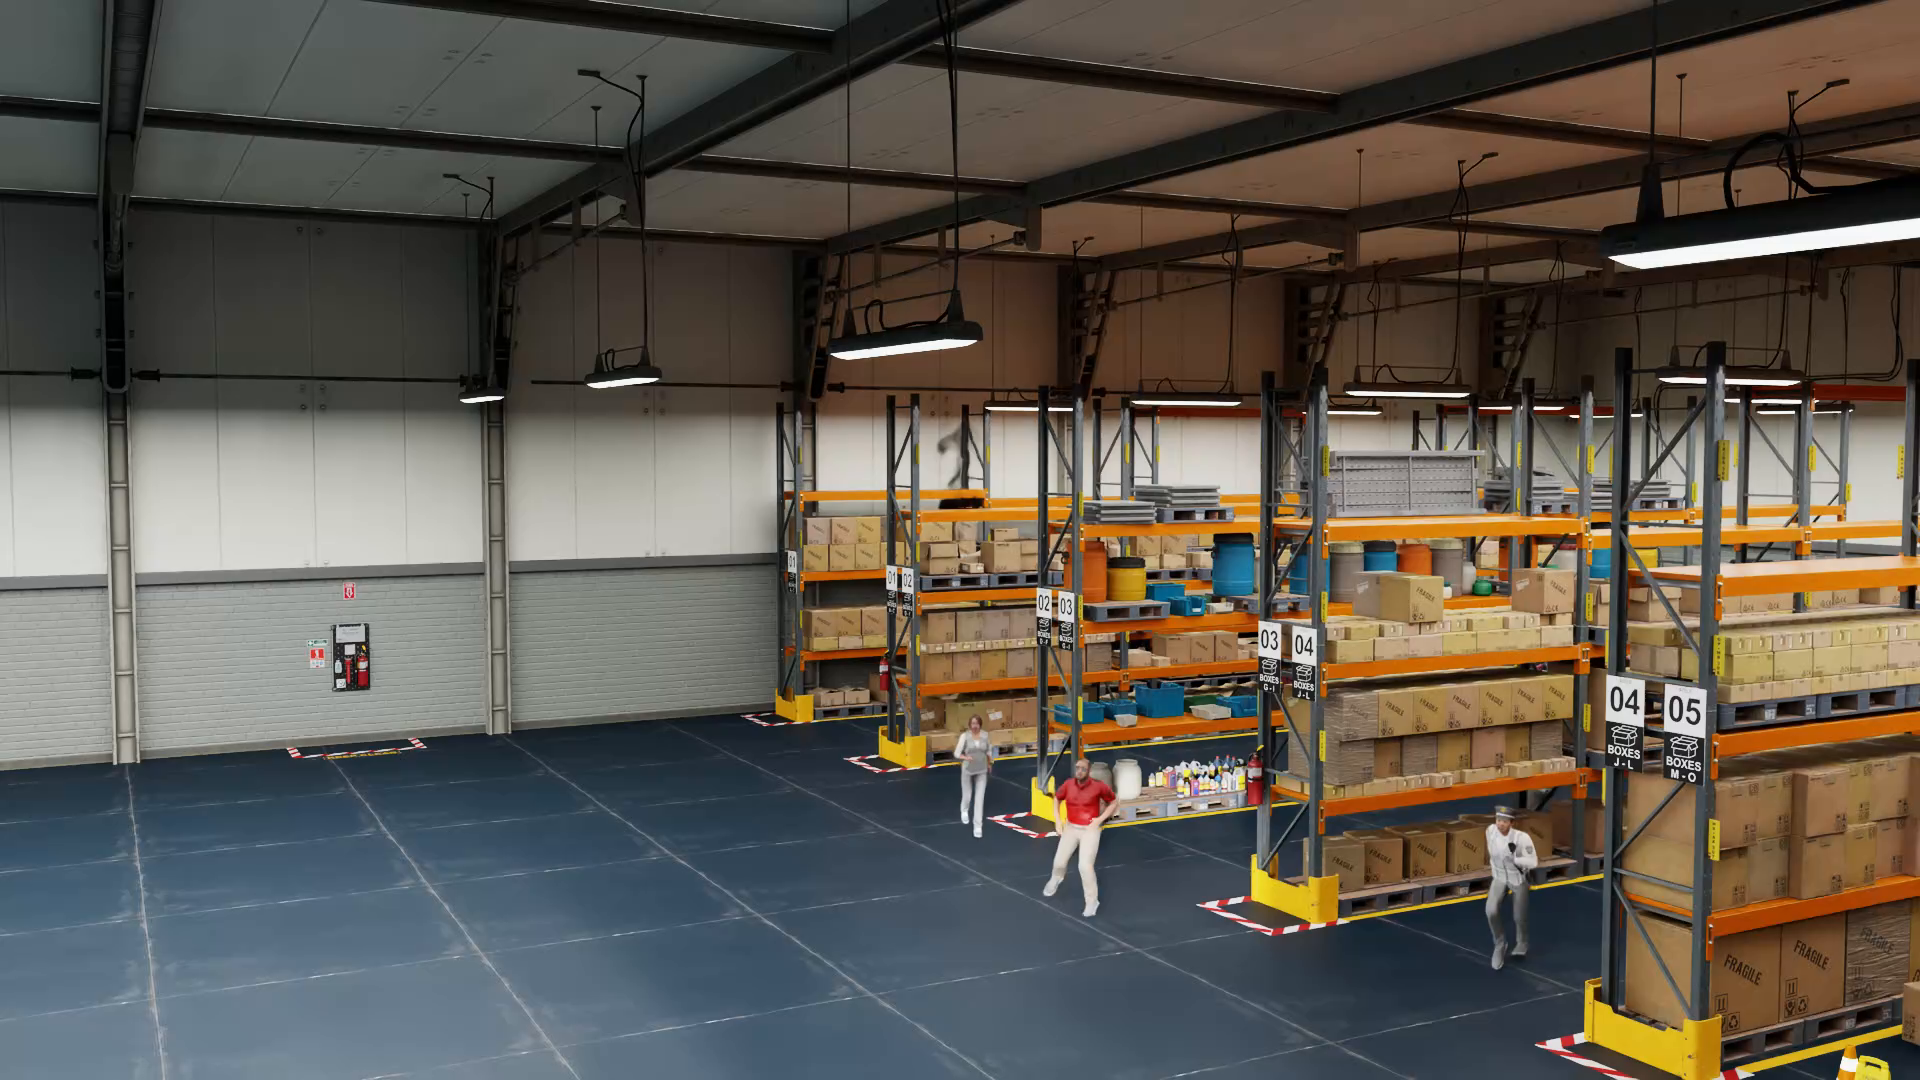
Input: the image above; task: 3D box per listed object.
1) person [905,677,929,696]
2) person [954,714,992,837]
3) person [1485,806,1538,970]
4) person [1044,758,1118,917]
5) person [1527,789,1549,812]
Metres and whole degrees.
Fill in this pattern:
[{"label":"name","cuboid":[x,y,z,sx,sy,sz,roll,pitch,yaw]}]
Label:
[{"label":"person","cuboid":[-0.609,2.702,29.346,0.765,1.694,0.582,-1,3,-22]},{"label":"person","cuboid":[0.181,3.097,22.089,0.538,1.566,0.845,0,3,-8]},{"label":"person","cuboid":[5.454,3.406,16.483,0.586,1.644,0.884,2,4,35]},{"label":"person","cuboid":[1.321,3.292,18.627,0.897,1.735,0.735,1,3,20]},{"label":"person","cuboid":[7.878,3.025,22.666,0.607,1.742,0.677,-1,4,-23]}]
